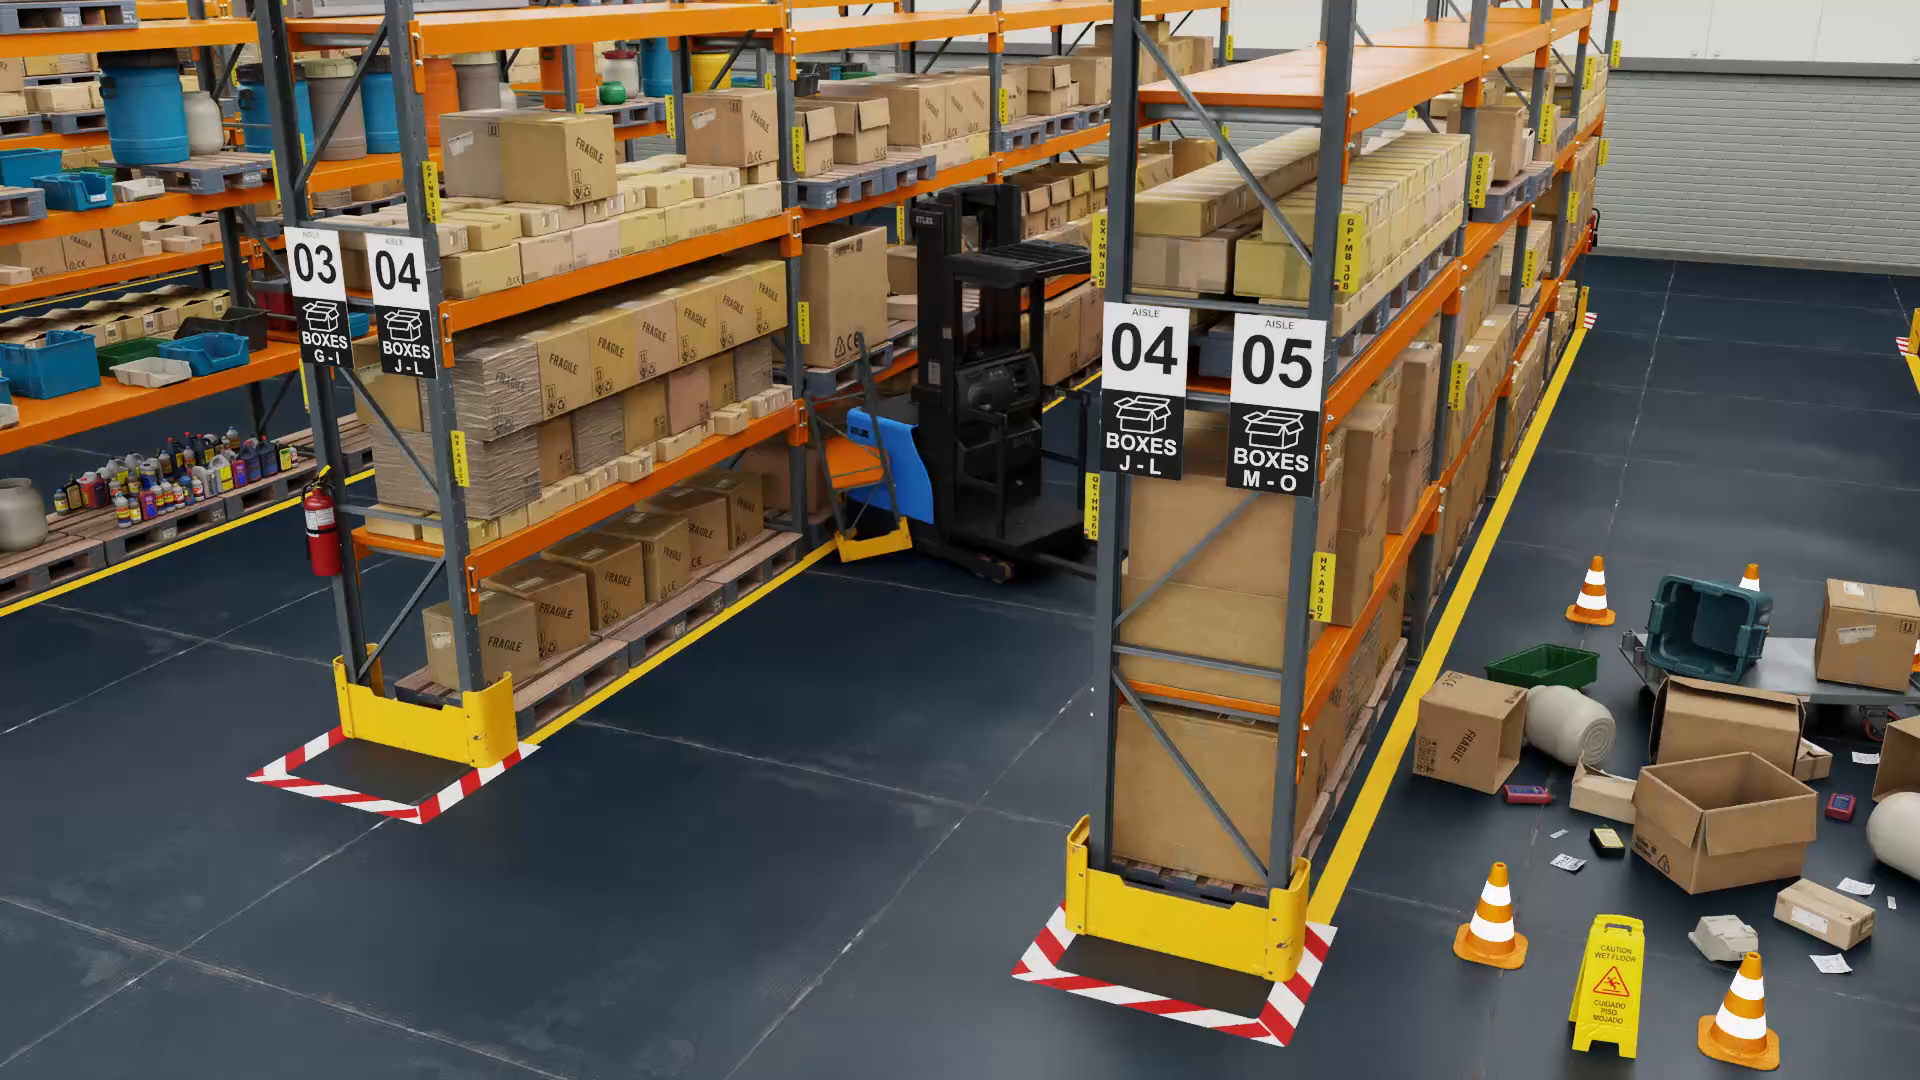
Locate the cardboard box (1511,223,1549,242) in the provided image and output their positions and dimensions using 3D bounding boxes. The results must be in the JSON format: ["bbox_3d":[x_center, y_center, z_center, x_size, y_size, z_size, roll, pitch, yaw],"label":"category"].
[{"bbox_3d":[5.945,-3.217,17.399,0.380,0.149,0.250,8,21,21],"label":"cardboard box"}]

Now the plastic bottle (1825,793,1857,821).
[{"bbox_3d":[5.083,1.526,9.586,0.133,0.061,0.283,13,23,32],"label":"plastic bottle"}]

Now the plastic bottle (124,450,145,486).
[{"bbox_3d":[-7.198,-0.616,14.522,0.144,0.351,0.185,8,21,22],"label":"plastic bottle"}]

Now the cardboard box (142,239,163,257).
[{"bbox_3d":[-9.588,-3.422,19.490,0.380,0.149,0.250,10,22,27],"label":"cardboard box"}]

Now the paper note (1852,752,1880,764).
[{"bbox_3d":[5.549,1.331,10.179,0.148,0.019,0.142,9,21,23],"label":"paper note"}]

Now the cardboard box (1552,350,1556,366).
[{"bbox_3d":[6.592,-2.092,19.004,0.380,0.149,0.250,9,22,24],"label":"cardboard box"}]

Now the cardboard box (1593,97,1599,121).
[{"bbox_3d":[7.116,-5.007,19.319,0.500,0.250,0.500,10,22,25],"label":"cardboard box"}]

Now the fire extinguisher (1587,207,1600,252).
[{"bbox_3d":[8.203,-4.113,21.731,0.296,0.674,0.183,9,21,23],"label":"fire extinguisher"}]

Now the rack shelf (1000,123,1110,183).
[{"bbox_3d":[0.738,-4.264,18.078,1.077,0.370,4.000,9,21,23],"label":"rack shelf"}]

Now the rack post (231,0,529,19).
[{"bbox_3d":[-5.510,-5.569,15.901,1.013,1.000,3.121,9,21,23],"label":"rack post"}]

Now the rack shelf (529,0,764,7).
[{"bbox_3d":[-3.781,-6.168,19.553,1.077,0.370,4.000,9,21,23],"label":"rack shelf"}]

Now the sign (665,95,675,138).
[{"bbox_3d":[-2.227,-3.273,12.858,0.100,0.325,0.005,9,21,23],"label":"sign"}]

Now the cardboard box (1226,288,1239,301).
[{"bbox_3d":[1.162,-1.264,8.170,0.380,0.149,0.250,9,21,24],"label":"cardboard box"}]

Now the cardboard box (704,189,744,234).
[{"bbox_3d":[-1.891,-2.364,11.887,0.500,0.250,0.500,9,22,24],"label":"cardboard box"}]

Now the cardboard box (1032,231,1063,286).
[{"bbox_3d":[0.782,-3.051,17.923,0.500,0.500,0.500,8,21,22],"label":"cardboard box"}]

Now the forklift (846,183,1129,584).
[{"bbox_3d":[0.458,-1.237,13.073,3.031,2.935,1.130,17,26,40],"label":"forklift"}]

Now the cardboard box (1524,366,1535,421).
[{"bbox_3d":[5.543,-1.535,16.914,0.500,0.500,0.500,8,21,22],"label":"cardboard box"}]

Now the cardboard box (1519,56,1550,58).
[{"bbox_3d":[6.940,-5.788,20.172,0.380,0.149,0.250,9,21,23],"label":"cardboard box"}]

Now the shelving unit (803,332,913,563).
[{"bbox_3d":[-0.857,-0.772,13.521,0.587,1.500,1.083,-12,28,1],"label":"shelving unit"}]

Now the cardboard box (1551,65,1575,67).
[{"bbox_3d":[6.809,-5.229,18.602,0.380,0.149,0.250,8,21,21],"label":"cardboard box"}]

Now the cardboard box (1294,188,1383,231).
[{"bbox_3d":[1.762,-1.550,7.782,0.380,0.149,0.250,8,21,22],"label":"cardboard box"}]

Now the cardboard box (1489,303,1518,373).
[{"bbox_3d":[4.463,-1.739,14.233,0.500,0.500,0.500,9,21,23],"label":"cardboard box"}]

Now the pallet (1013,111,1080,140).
[{"bbox_3d":[0.590,-4.449,17.806,1.003,0.211,1.213,10,22,25],"label":"pallet"}]

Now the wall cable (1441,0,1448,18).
[{"bbox_3d":[8.655,-10.621,25.604,2.277,5.999,0.120,9,21,23],"label":"wall cable"}]

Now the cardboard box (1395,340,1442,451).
[{"bbox_3d":[2.463,-0.931,10.274,0.875,0.550,0.550,9,21,23],"label":"cardboard box"}]

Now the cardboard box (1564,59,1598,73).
[{"bbox_3d":[7.257,-5.549,19.501,0.380,0.149,0.250,9,21,24],"label":"cardboard box"}]

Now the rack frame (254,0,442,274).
[{"bbox_3d":[-3.357,-2.959,8.859,1.000,3.000,0.127,9,21,23],"label":"rack frame"}]

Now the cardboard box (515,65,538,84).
[{"bbox_3d":[-6.640,-6.923,24.707,0.500,0.250,0.500,9,21,23],"label":"cardboard box"}]

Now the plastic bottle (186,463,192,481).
[{"bbox_3d":[-6.617,-0.534,14.390,0.061,0.283,0.133,9,21,23],"label":"plastic bottle"}]

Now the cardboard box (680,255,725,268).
[{"bbox_3d":[-2.135,-1.911,12.780,0.500,0.500,0.500,9,21,23],"label":"cardboard box"}]

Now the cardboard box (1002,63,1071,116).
[{"bbox_3d":[0.736,-4.865,17.915,0.797,0.503,0.637,8,21,22],"label":"cardboard box"}]

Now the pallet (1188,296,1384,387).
[{"bbox_3d":[1.421,-1.021,8.018,1.003,0.211,1.213,9,21,23],"label":"pallet"}]

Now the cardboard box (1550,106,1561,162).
[{"bbox_3d":[5.278,-3.772,15.473,0.500,0.500,0.500,9,21,23],"label":"cardboard box"}]

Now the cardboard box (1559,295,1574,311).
[{"bbox_3d":[7.325,-2.925,20.456,0.380,0.149,0.250,9,22,25],"label":"cardboard box"}]

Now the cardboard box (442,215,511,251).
[{"bbox_3d":[-2.839,-1.781,9.653,0.380,0.149,0.250,9,21,24],"label":"cardboard box"}]

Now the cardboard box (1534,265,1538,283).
[{"bbox_3d":[5.637,-2.702,16.839,0.380,0.149,0.250,8,21,20],"label":"cardboard box"}]

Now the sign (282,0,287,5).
[{"bbox_3d":[-5.740,-4.684,14.022,0.100,0.325,0.005,9,21,23],"label":"sign"}]

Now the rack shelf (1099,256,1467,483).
[{"bbox_3d":[1.946,-1.107,9.201,1.077,0.370,4.000,9,21,23],"label":"rack shelf"}]

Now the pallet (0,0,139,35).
[{"bbox_3d":[-7.048,-3.954,12.535,1.003,0.211,1.213,9,21,23],"label":"pallet"}]

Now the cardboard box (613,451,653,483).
[{"bbox_3d":[-2.320,-0.514,11.311,0.380,0.149,0.250,9,21,23],"label":"cardboard box"}]

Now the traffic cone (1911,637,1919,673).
[{"bbox_3d":[6.553,0.629,11.510,0.336,0.463,0.334,9,21,23],"label":"traffic cone"}]

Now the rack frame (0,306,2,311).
[{"bbox_3d":[-13.638,-4.617,22.474,1.000,3.000,0.127,9,21,23],"label":"rack frame"}]

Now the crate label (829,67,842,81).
[{"bbox_3d":[-1.996,-6.809,24.382,0.408,0.251,0.502,9,21,23],"label":"crate label"}]

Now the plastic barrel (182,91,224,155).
[{"bbox_3d":[-6.593,-3.594,14.327,0.421,0.512,0.421,0,20,0],"label":"plastic barrel"}]

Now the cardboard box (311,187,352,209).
[{"bbox_3d":[-8.413,-4.645,21.776,0.700,0.500,0.500,13,23,33],"label":"cardboard box"}]

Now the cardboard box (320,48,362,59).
[{"bbox_3d":[-8.296,-6.314,21.846,0.600,0.600,0.600,8,21,21],"label":"cardboard box"}]

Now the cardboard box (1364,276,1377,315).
[{"bbox_3d":[1.766,-1.176,7.922,0.380,0.149,0.250,9,21,23],"label":"cardboard box"}]

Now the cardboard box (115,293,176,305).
[{"bbox_3d":[-9.807,-2.823,20.071,0.500,0.311,0.500,8,21,21],"label":"cardboard box"}]

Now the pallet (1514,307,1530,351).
[{"bbox_3d":[4.597,-2.008,15.426,1.213,0.211,1.003,9,21,23],"label":"pallet"}]

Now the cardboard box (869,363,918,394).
[{"bbox_3d":[-0.536,-1.588,15.913,0.500,0.250,0.500,11,22,29],"label":"cardboard box"}]

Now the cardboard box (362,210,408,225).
[{"bbox_3d":[-3.314,-1.854,9.858,0.380,0.149,0.250,8,21,21],"label":"cardboard box"}]

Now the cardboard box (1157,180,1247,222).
[{"bbox_3d":[1.164,-1.640,8.037,0.380,0.149,0.250,9,21,24],"label":"cardboard box"}]

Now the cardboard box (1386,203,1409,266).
[{"bbox_3d":[1.971,-1.571,8.436,0.500,0.250,0.500,8,21,22],"label":"cardboard box"}]

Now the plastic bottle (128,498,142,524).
[{"bbox_3d":[-6.806,-0.244,13.698,0.097,0.201,0.097,0,20,0],"label":"plastic bottle"}]

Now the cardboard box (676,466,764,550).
[{"bbox_3d":[-1.919,-0.258,13.323,0.500,0.500,0.500,8,21,21],"label":"cardboard box"}]

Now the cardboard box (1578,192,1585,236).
[{"bbox_3d":[7.101,-3.862,19.760,0.500,0.500,0.500,10,22,25],"label":"cardboard box"}]
